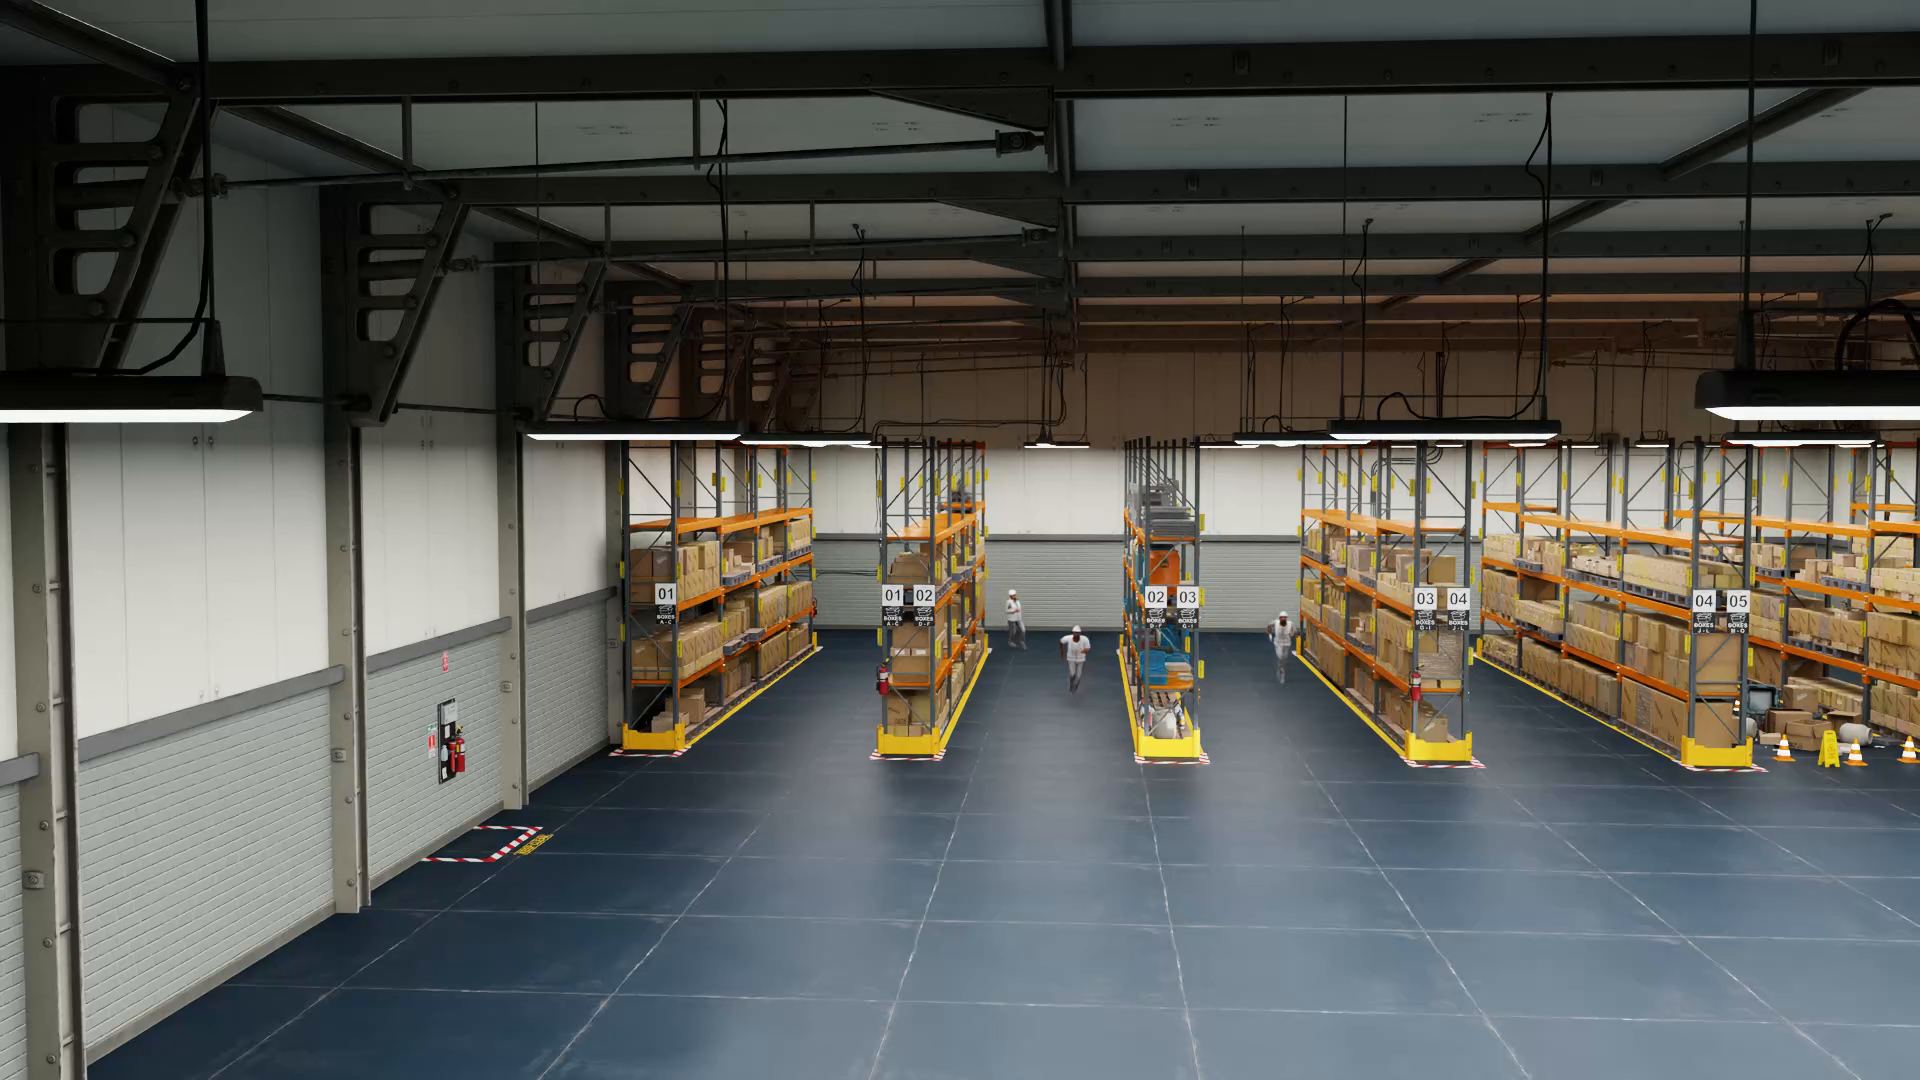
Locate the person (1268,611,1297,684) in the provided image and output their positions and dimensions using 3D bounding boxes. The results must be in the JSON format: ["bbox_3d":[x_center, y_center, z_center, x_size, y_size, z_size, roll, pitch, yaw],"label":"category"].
[{"bbox_3d":[8.007,2.646,41.350,0.675,1.791,0.986,0,3,-2],"label":"person"}]

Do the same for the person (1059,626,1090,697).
[{"bbox_3d":[2.668,2.816,38.516,0.684,1.679,0.779,0,3,-4],"label":"person"}]

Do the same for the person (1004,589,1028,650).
[{"bbox_3d":[1.513,2.312,47.982,0.709,1.800,0.712,-2,4,-35],"label":"person"}]

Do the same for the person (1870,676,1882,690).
[{"bbox_3d":[21.051,2.830,38.182,0.708,1.767,0.823,0,3,-3],"label":"person"}]
